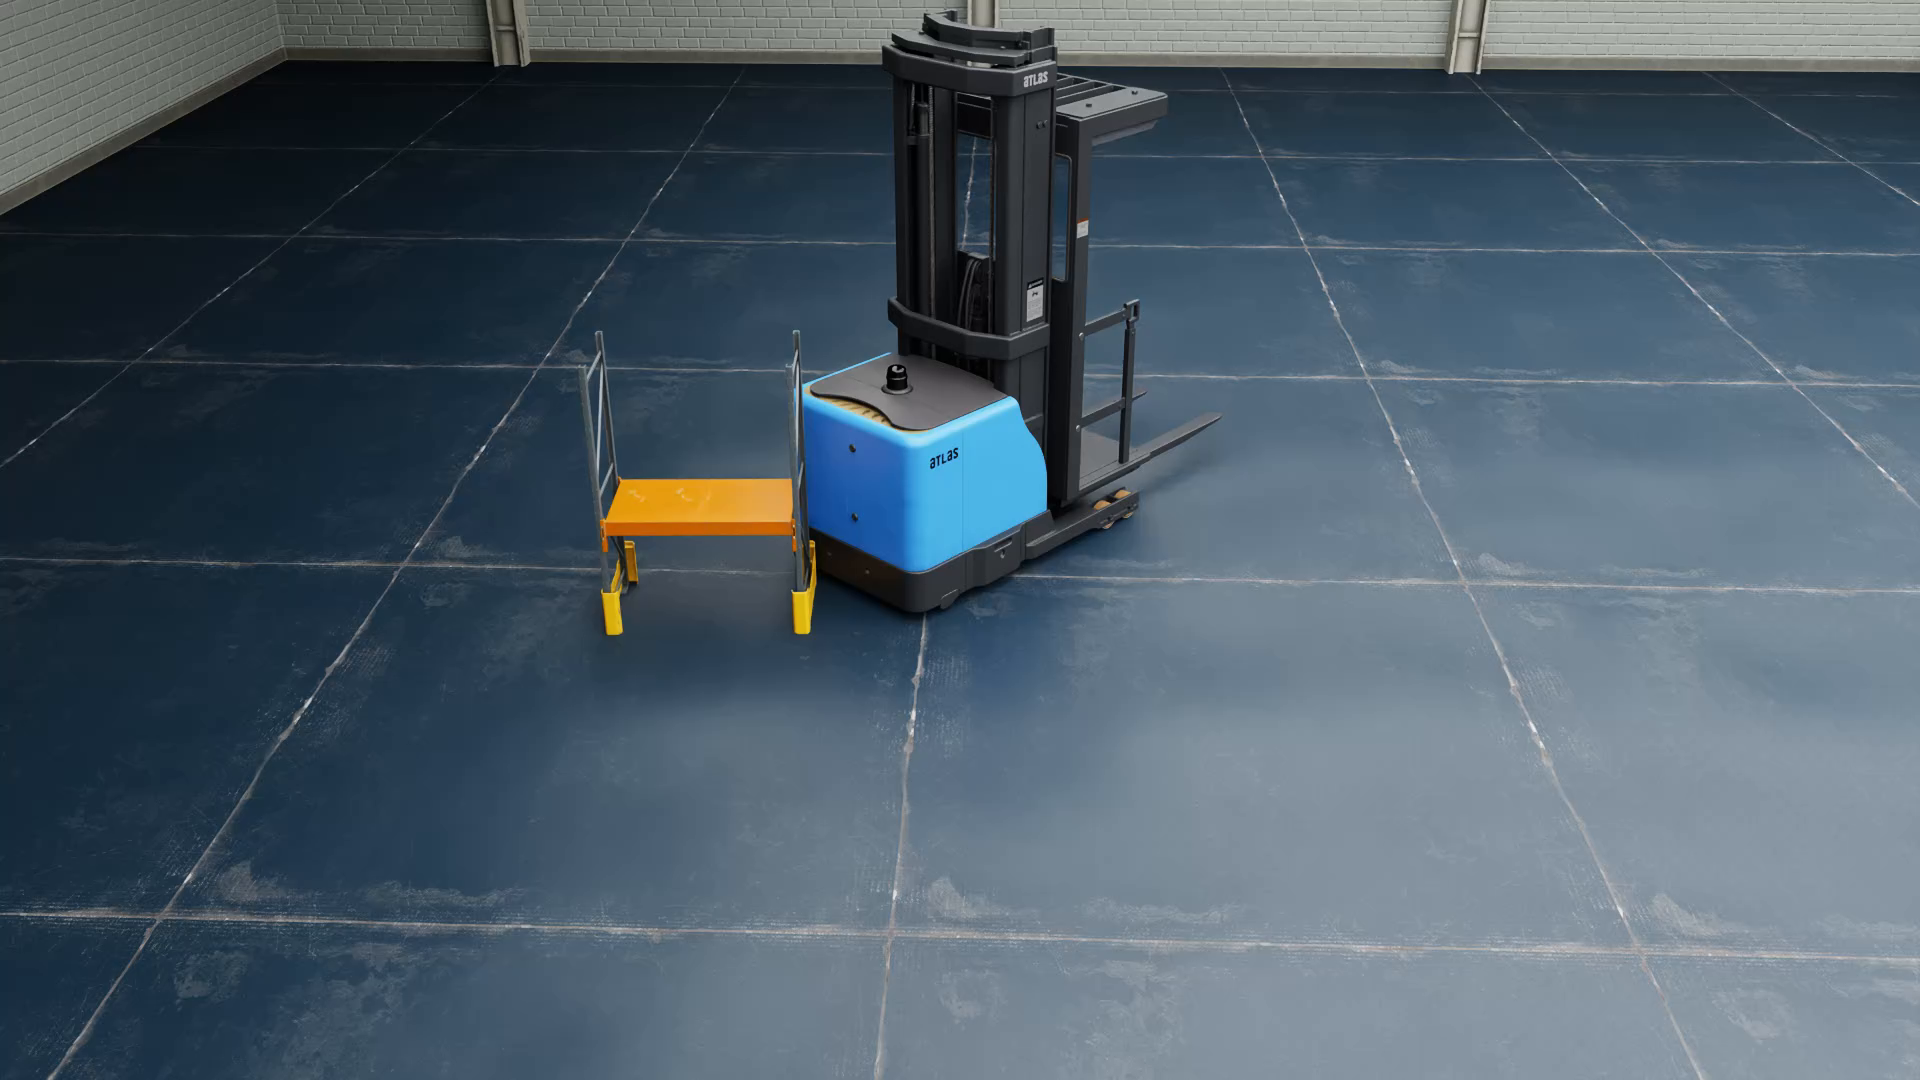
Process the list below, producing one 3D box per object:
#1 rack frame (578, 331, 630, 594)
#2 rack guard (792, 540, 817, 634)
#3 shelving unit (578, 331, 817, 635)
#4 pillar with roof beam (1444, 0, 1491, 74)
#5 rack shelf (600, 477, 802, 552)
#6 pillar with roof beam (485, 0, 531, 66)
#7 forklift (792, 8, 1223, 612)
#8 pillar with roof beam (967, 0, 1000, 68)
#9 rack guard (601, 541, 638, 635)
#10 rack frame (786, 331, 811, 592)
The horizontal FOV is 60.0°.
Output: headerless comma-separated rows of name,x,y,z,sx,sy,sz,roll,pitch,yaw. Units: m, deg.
rack frame,-1.858,-0.297,8.710,0.032,1.500,0.500,0,28,0
rack guard,-0.843,0.250,9.011,0.087,0.250,0.587,0,28,0
shelving unit,-1.341,-0.300,8.714,1.083,1.500,0.587,0,28,0
pillar with roof beam,6.134,-7.837,14.927,0.400,9.000,9.100,1,28,2
rack shelf,-1.350,-0.141,8.798,1.000,0.185,0.538,0,28,0
pillar with roof beam,-5.858,-8.036,15.301,0.400,9.000,9.100,1,28,2
forklift,0.429,-1.508,9.465,1.130,2.935,3.031,24,36,37
pillar with roof beam,0.138,-7.937,15.114,0.400,9.000,9.100,1,28,2
rack guard,-1.839,0.255,9.002,0.087,0.250,0.587,0,28,0
rack frame,-0.841,-0.302,8.718,0.032,1.500,0.500,0,28,0
